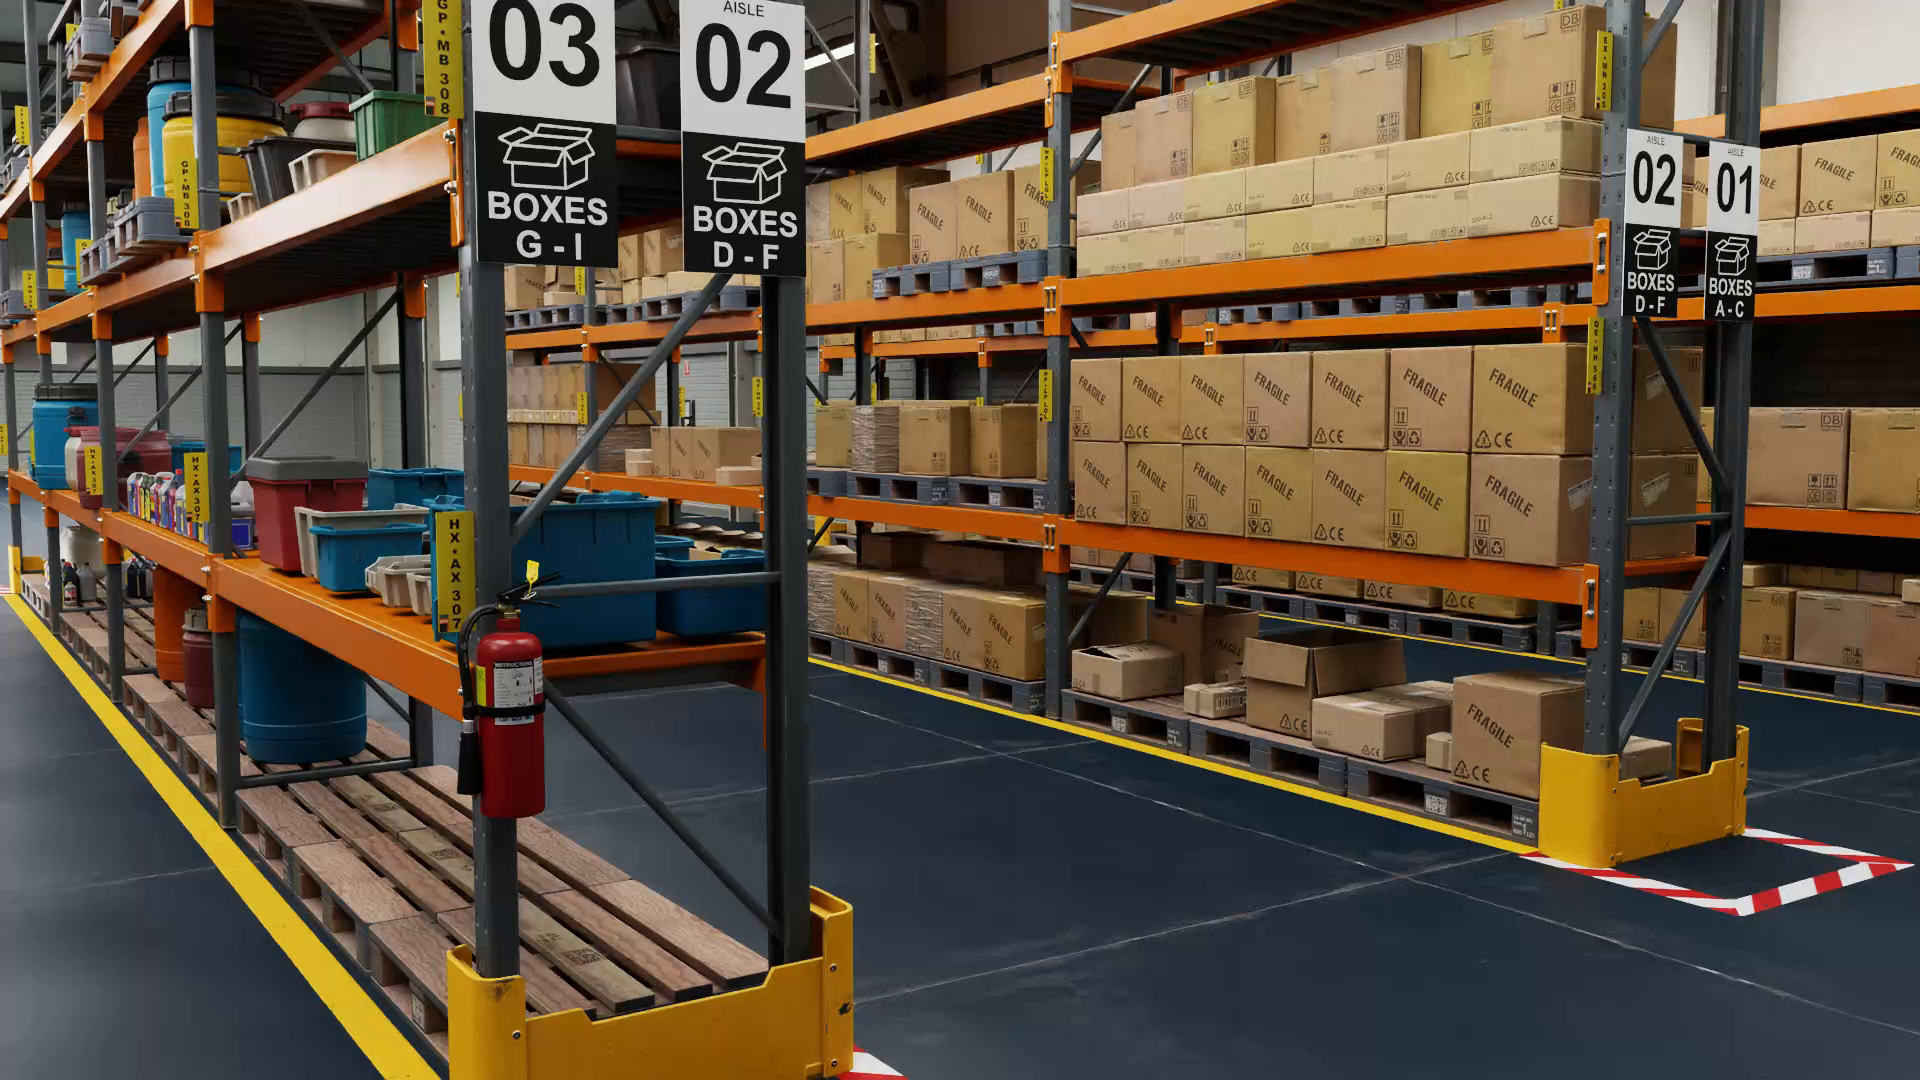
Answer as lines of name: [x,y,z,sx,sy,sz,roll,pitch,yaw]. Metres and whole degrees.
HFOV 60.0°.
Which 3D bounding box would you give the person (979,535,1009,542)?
person: [0.189,0.352,14.852,0.471,0.933,0.802,-3,6,-33]
